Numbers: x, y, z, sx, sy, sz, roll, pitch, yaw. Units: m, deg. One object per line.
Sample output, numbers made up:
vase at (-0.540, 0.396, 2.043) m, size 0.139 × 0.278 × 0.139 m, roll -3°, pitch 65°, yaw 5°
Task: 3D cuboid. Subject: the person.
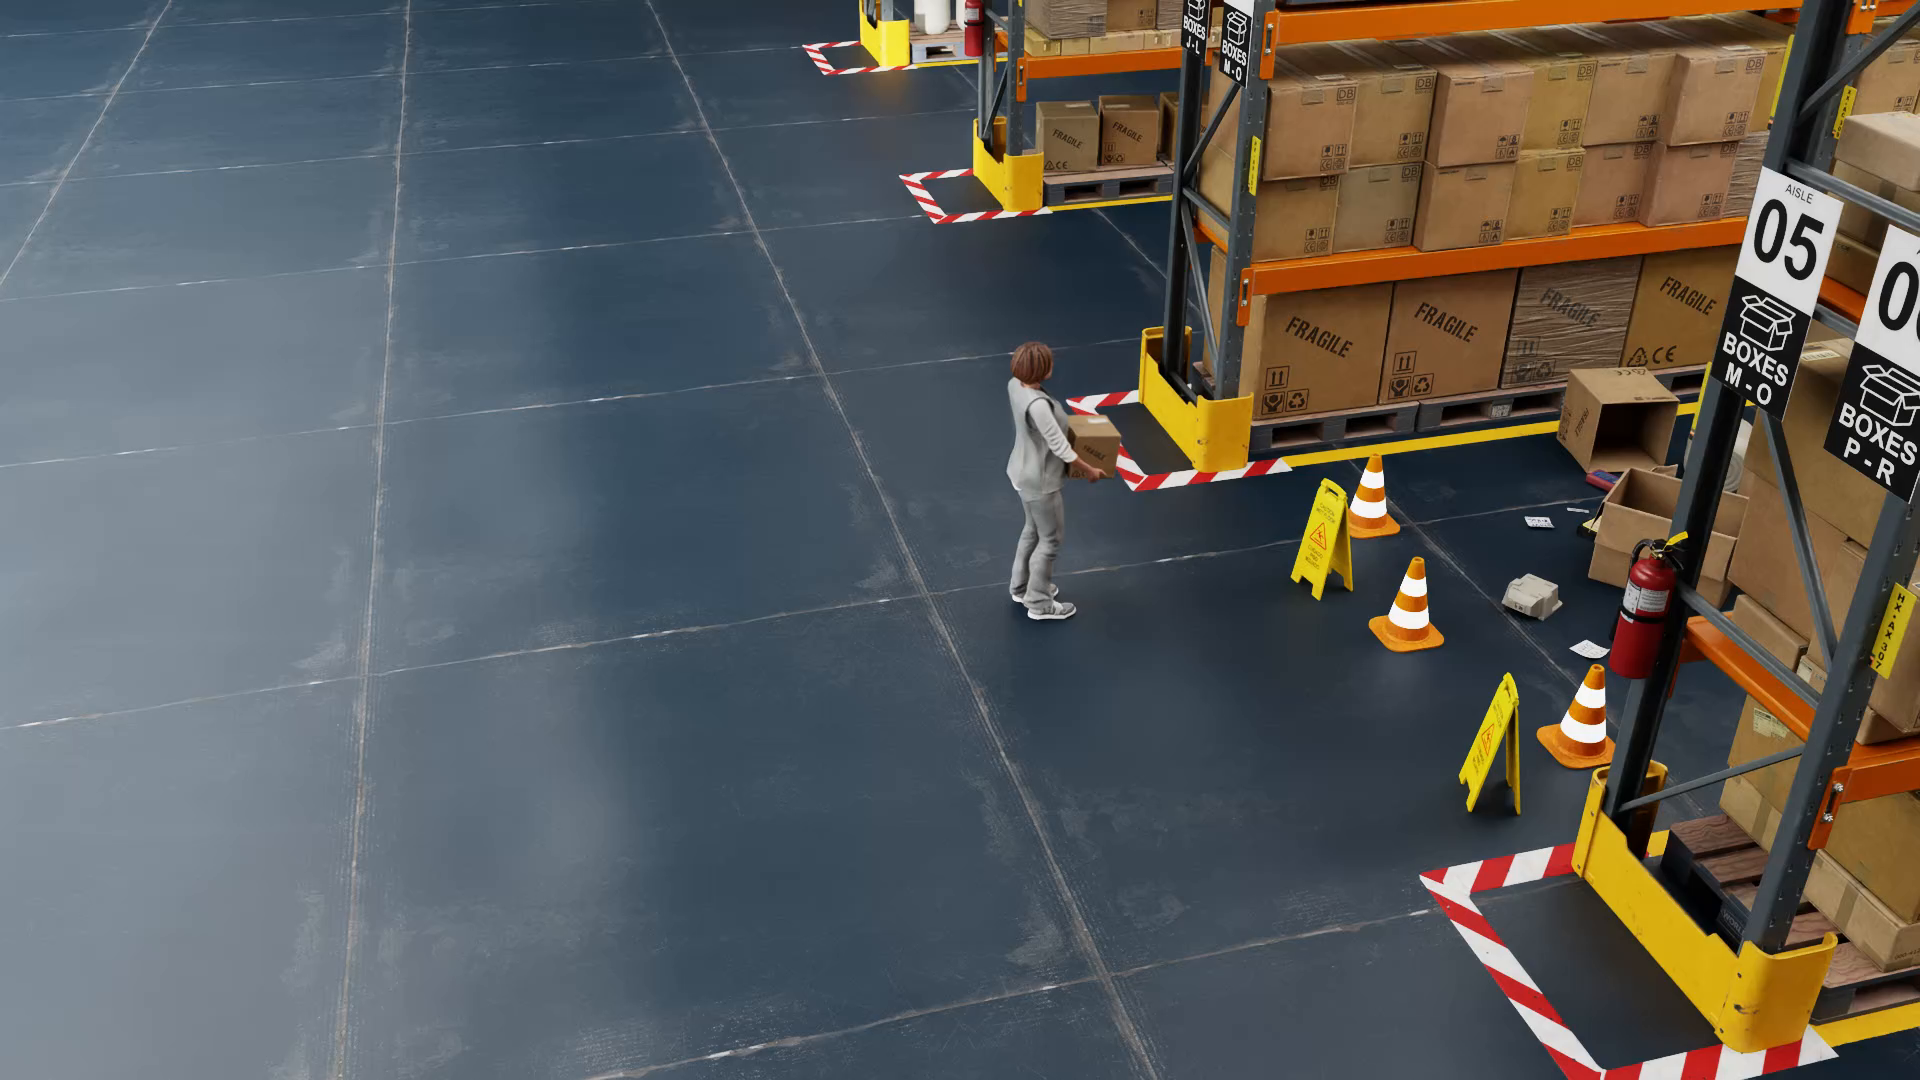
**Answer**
person at (0.497, -0.319, 8.782) m, size 0.488 × 1.593 × 0.405 m, roll -7°, pitch 31°, yaw -12°
